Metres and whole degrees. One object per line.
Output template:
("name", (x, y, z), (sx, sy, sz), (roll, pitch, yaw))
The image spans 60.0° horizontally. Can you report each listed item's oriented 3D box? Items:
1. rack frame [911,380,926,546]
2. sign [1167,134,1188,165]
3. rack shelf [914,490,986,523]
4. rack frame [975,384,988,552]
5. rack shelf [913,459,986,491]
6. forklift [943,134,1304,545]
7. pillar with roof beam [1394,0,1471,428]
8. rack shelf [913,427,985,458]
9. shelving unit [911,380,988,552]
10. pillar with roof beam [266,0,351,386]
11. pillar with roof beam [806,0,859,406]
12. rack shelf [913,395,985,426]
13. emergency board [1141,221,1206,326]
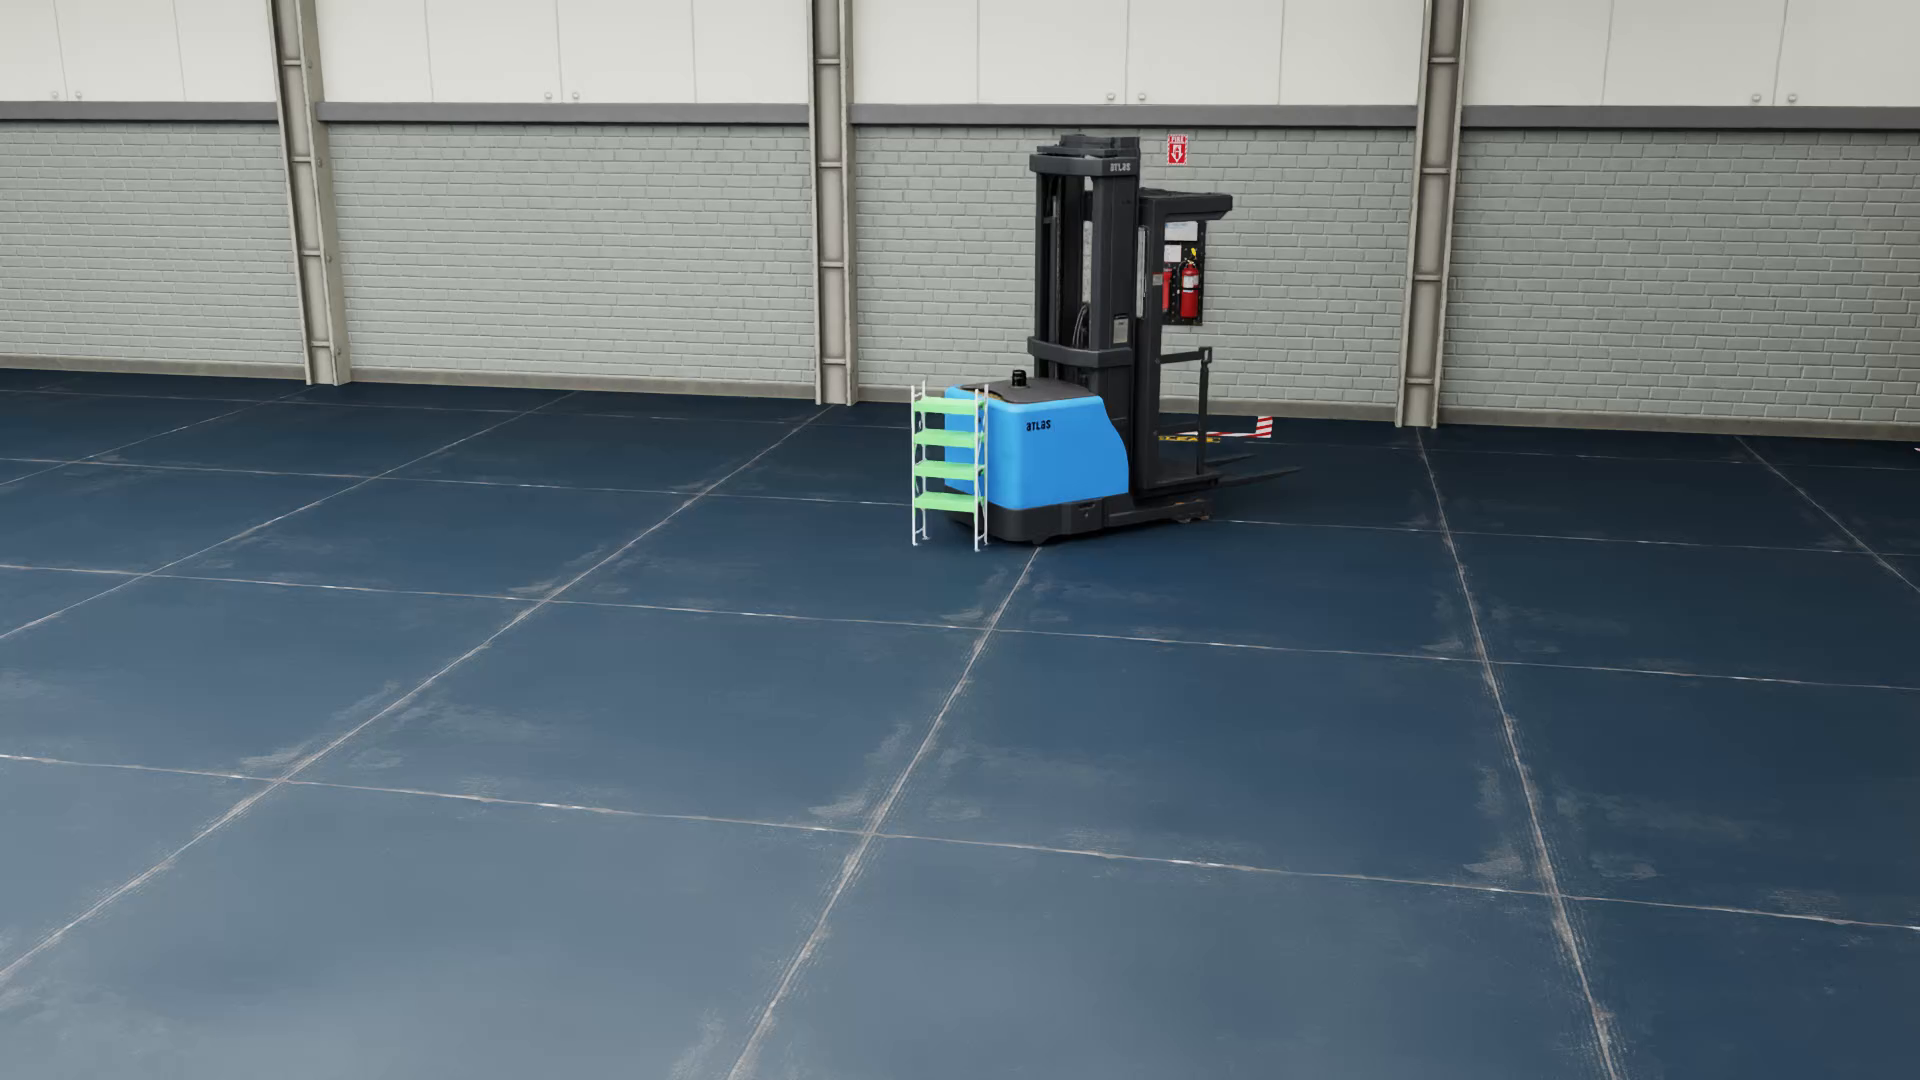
("rack frame", (-0.304, -0.565, 12.283), (0.015, 1.200, 0.240), (5, 16, 19))
("sign", (2.164, -3.888, 16.566), (0.199, 0.298, 0.001), (3, 16, 11))
("rack shelf", (-0.074, -0.250, 12.286), (0.480, 0.148, 0.258), (5, 16, 19))
("rack frame", (0.156, -0.521, 12.126), (0.015, 1.200, 0.240), (5, 16, 19))
("rack shelf", (-0.074, -0.481, 12.222), (0.480, 0.148, 0.258), (5, 16, 19))
("forklift", (1.393, -1.652, 12.964), (3.031, 2.935, 1.130), (-9, 18, -31))
("pillar with roof beam", (3.708, -4.368, 11.402), (0.400, 9.000, 9.100), (3, 16, 11))
("rack shelf", (-0.074, -0.713, 12.158), (0.480, 0.148, 0.258), (5, 16, 19))
("shelving unit", (-0.074, -0.543, 12.205), (0.503, 1.200, 0.258), (5, 16, 19))
("pillar with roof beam", (-8.051, -5.006, 13.707), (0.400, 9.000, 9.100), (3, 16, 11))
("pillar with roof beam", (-2.172, -4.687, 12.555), (0.400, 9.000, 9.100), (3, 16, 11))
("rack shelf", (-0.074, -0.944, 12.093), (0.480, 0.148, 0.258), (5, 16, 19))
("emergency board", (2.152, -2.744, 16.779), (0.643, 1.169, 0.194), (3, 16, 11))
